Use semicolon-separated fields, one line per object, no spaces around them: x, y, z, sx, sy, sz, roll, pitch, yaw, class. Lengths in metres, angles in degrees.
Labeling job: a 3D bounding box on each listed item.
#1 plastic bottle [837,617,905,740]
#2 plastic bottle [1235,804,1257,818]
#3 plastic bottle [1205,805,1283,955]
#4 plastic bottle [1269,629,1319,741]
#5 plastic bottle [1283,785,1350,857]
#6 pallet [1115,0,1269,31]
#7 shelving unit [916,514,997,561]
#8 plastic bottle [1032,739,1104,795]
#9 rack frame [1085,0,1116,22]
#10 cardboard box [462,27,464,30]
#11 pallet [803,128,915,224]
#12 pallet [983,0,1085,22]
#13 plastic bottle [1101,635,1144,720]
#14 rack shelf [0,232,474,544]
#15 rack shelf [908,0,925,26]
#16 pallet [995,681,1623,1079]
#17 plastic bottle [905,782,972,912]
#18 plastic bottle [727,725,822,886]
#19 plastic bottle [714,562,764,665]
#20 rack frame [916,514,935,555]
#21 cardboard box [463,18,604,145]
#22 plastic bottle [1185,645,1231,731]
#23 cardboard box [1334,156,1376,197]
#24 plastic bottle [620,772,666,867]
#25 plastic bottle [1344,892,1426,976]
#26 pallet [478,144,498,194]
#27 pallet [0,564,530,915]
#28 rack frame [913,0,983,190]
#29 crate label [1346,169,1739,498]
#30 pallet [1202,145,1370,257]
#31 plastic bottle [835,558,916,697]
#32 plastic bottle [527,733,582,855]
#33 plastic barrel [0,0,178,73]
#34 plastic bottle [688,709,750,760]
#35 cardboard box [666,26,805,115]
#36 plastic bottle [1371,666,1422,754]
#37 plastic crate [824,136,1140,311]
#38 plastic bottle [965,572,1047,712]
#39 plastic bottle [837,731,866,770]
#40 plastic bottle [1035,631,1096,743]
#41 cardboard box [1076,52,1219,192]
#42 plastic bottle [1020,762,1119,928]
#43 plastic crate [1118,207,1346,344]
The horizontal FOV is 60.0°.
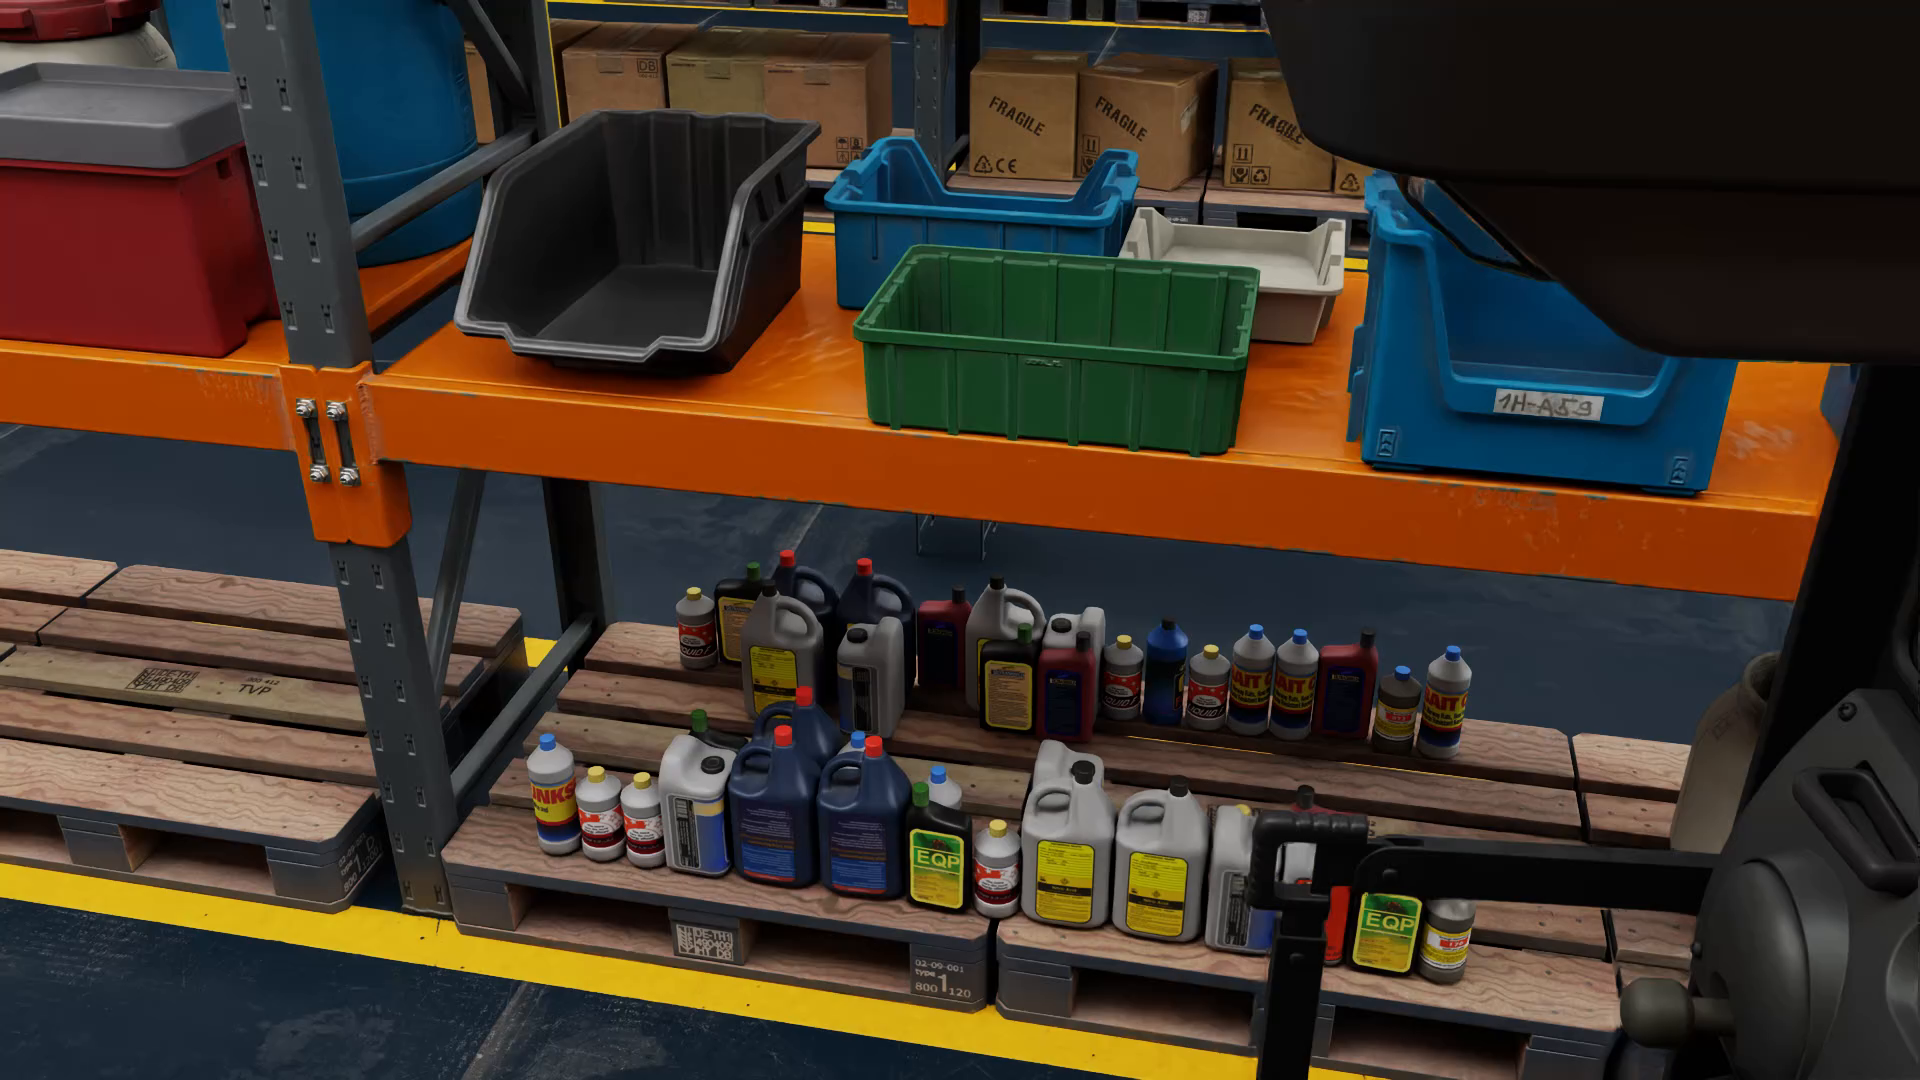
-0.212;0.312;3.934;0.135;0.276;0.152;6;29;11;plastic bottle
0.573;0.635;3.423;0.097;0.201;0.097;0;29;0;plastic bottle
0.565;0.663;3.294;0.135;0.276;0.152;5;29;9;plastic bottle
0.786;0.332;3.902;0.097;0.271;0.097;0;29;0;plastic bottle
0.722;0.623;3.359;0.133;0.283;0.061;6;29;11;plastic bottle
1.813;-4.019;12.371;1.213;0.211;1.003;6;29;11;pallet
-0.008;-0.396;5.035;0.210;0.900;0.258;6;29;11;shelving unit
0.226;0.557;3.487;0.135;0.276;0.152;6;29;11;plastic bottle
1.086;-5.355;11.908;0.127;3.000;1.000;6;29;11;rack frame
-2.778;-2.761;8.534;0.500;0.250;0.500;9;30;16;cardboard box
-0.810;-1.890;8.483;1.213;0.211;1.003;6;29;11;pallet
0.316;-4.174;12.655;1.213;0.211;1.003;6;29;11;pallet
0.390;0.322;3.993;0.097;0.201;0.097;0;29;0;plastic bottle
-3.039;-0.595;3.962;4.000;0.370;1.077;6;29;11;rack shelf
-2.005;-2.921;8.211;4.000;0.370;1.077;6;29;11;rack shelf
0.762;0.721;3.713;1.213;0.211;1.003;6;29;11;pallet
-0.043;0.619;3.366;0.133;0.283;0.061;7;30;13;plastic bottle
-0.380;0.535;3.450;0.185;0.351;0.144;7;29;12;plastic bottle
-0.544;0.182;4.165;0.133;0.283;0.061;7;30;13;plastic bottle
-0.107;-0.406;5.054;0.006;0.900;0.240;6;29;11;rack frame
-2.200;-2.373;8.605;0.500;0.500;0.700;8;30;15;cardboard box
0.591;0.343;3.956;0.097;0.201;0.097;0;29;0;plastic bottle
2.056;-1.909;7.778;0.500;0.500;0.500;9;30;15;cardboard box
-0.664;0.583;3.518;0.097;0.201;0.097;0;29;0;plastic bottle
0.823;0.708;3.203;0.133;0.283;0.061;7;29;12;plastic bottle
-2.007;-2.012;8.705;1.213;0.211;1.003;6;29;11;pallet
-1.859;0.453;4.203;1.213;0.211;1.003;6;29;11;pallet
-0.049;-3.036;7.672;0.127;3.000;1.000;6;29;11;rack frame
0.972;-0.382;2.787;0.616;0.435;0.502;6;29;11;crate label
1.812;-1.641;8.027;1.213;0.211;1.003;6;29;11;pallet
-0.205;0.207;4.048;0.185;0.351;0.144;4;29;8;plastic bottle
-0.863;0.532;3.538;0.097;0.271;0.097;0;29;0;plastic bottle
-1.973;-0.969;3.754;0.433;0.535;0.433;0;29;0;plastic barrel
-0.519;0.496;3.591;0.133;0.283;0.061;6;29;11;plastic bottle
-1.107;-2.261;8.401;0.500;0.500;0.700;6;29;10;cardboard box
1.019;0.387;3.875;0.097;0.201;0.097;0;29;0;plastic bottle
0.056;-0.661;3.489;0.616;0.251;0.499;6;29;11;plastic crate
0.110;0.240;3.989;0.185;0.351;0.144;6;29;10;plastic bottle
-0.213;0.527;3.546;0.097;0.271;0.097;0;29;0;plastic bottle
0.247;0.338;3.880;0.133;0.283;0.061;6;29;11;plastic bottle
0.896;-2.011;7.965;0.500;0.500;0.500;16;32;26;cardboard box
0.220;0.596;3.337;0.185;0.351;0.144;6;29;10;plastic bottle
0.558;-0.550;3.406;0.437;0.136;0.530;6;29;11;plastic crate
